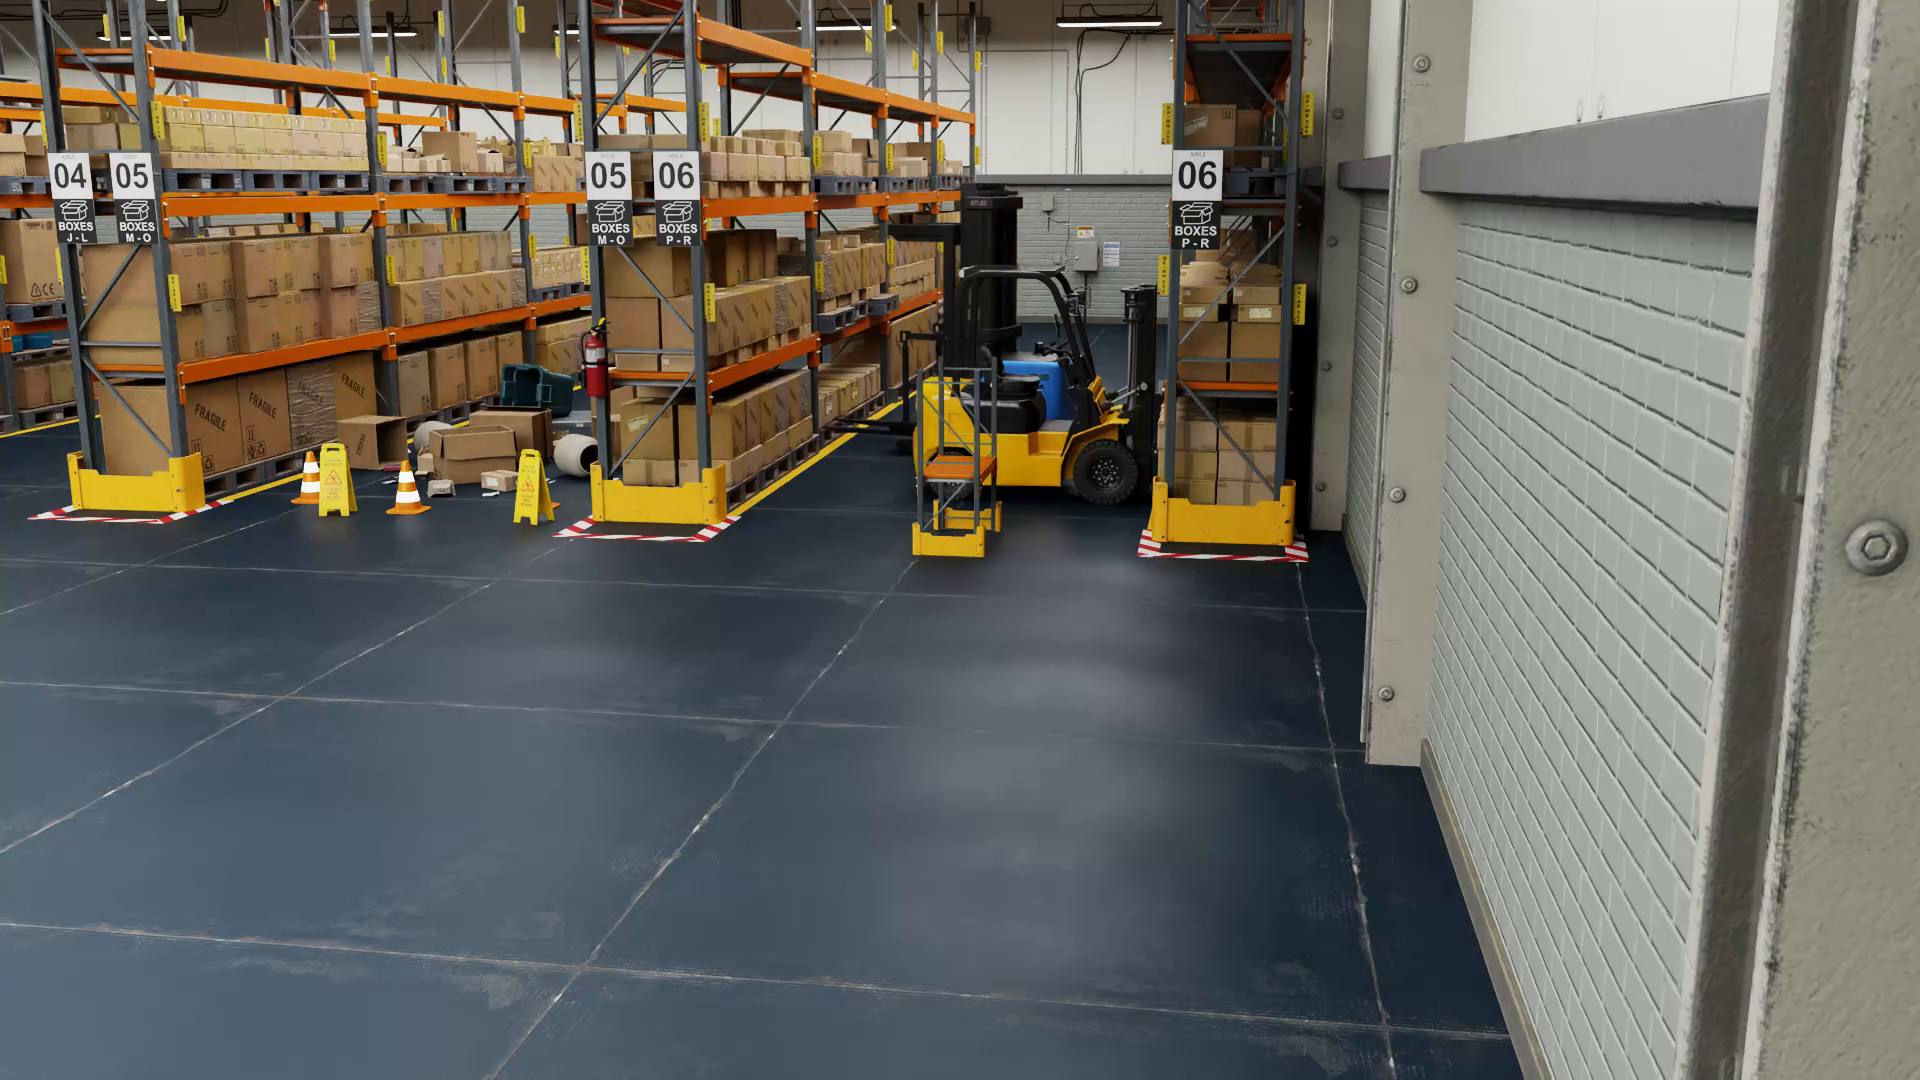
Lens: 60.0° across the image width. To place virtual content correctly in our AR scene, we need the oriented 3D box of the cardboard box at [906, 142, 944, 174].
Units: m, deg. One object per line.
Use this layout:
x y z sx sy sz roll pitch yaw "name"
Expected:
-0.549 -6.020 26.217 0.500 0.500 0.500 2 12 10 "cardboard box"

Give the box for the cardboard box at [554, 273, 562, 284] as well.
-5.978 -3.779 24.010 0.380 0.149 0.250 2 12 11 "cardboard box"

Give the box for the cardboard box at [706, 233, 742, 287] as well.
-2.554 -2.748 16.307 0.700 0.500 0.500 2 12 8 "cardboard box"

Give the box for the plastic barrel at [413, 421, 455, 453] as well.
-5.643 -1.064 17.926 0.421 0.421 0.512 -10 16 -40 "plastic barrel"

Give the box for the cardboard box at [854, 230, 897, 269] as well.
-1.144 -3.935 22.522 0.500 0.500 0.500 1 12 7 "cardboard box"

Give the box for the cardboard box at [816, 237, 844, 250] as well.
-1.590 -3.503 19.646 0.380 0.149 0.250 3 12 12 "cardboard box"

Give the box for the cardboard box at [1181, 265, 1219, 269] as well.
2.486 -2.765 17.218 0.380 0.149 0.250 2 12 10 "cardboard box"

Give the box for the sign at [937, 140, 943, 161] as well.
-0.309 -5.993 25.586 0.100 0.325 0.005 2 12 9 "sign"

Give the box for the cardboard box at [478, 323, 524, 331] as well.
-6.522 -2.943 23.685 0.500 0.250 0.500 2 12 7 "cardboard box"

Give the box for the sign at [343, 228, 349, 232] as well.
-10.101 -4.968 27.366 0.100 0.325 0.005 2 12 9 "sign"

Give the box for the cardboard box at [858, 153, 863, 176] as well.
-1.618 -4.621 20.958 0.700 0.500 0.500 2 12 9 "cardboard box"

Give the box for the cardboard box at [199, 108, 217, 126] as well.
-7.155 -3.929 15.453 0.380 0.149 0.250 2 12 8 "cardboard box"

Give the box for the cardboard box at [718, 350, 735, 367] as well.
-2.290 -1.684 15.284 0.380 0.149 0.250 1 12 7 "cardboard box"

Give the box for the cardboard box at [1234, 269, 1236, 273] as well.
3.375 -3.058 19.286 0.380 0.149 0.250 2 12 9 "cardboard box"

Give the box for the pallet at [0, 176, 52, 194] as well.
-11.669 -4.291 20.109 1.213 0.211 1.003 2 12 9 "pallet"

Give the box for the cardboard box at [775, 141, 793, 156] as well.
-1.913 -3.964 16.851 0.380 0.149 0.250 2 12 10 "cardboard box"

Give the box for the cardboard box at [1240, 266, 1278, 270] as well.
3.078 -2.745 17.128 0.380 0.149 0.250 2 12 9 "cardboard box"

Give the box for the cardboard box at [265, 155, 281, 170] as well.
-6.997 -3.751 16.521 0.380 0.149 0.250 2 12 9 "cardboard box"

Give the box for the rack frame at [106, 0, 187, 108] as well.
-11.254 -6.556 23.056 1.000 3.000 0.127 2 12 9 "rack frame"

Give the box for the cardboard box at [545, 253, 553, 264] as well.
-6.025 -4.012 23.678 0.380 0.149 0.250 2 12 8 "cardboard box"

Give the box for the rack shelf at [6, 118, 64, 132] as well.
-15.225 -7.419 29.714 1.077 0.370 4.000 2 12 9 "rack shelf"

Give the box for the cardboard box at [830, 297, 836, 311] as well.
-1.633 -2.709 19.043 0.380 0.149 0.250 2 12 10 "cardboard box"

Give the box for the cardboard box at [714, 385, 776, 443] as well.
-2.131 -1.242 16.387 0.500 0.500 0.500 2 12 10 "cardboard box"

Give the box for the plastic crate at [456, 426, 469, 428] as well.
-5.716 -1.184 18.906 0.450 0.188 0.662 -3 8 40 "plastic crate"

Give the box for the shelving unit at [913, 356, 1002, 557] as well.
-0.012 -0.717 13.762 0.587 1.500 1.083 2 12 9 "shelving unit"

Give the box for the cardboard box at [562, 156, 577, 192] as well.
-5.876 -5.276 23.998 0.500 0.500 0.500 2 12 9 "cardboard box"

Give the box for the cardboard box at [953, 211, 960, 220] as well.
-0.140 -5.580 28.617 0.380 0.149 0.250 2 12 10 "cardboard box"

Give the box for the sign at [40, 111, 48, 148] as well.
-8.133 -3.658 14.812 0.100 0.325 0.005 2 12 9 "sign"

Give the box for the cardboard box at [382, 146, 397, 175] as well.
-10.270 -6.607 28.938 0.700 0.500 0.500 2 12 11 "cardboard box"

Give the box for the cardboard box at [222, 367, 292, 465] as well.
-7.427 -1.270 16.812 0.875 0.875 0.875 2 12 8 "cardboard box"

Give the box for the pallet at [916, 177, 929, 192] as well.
-0.939 -5.316 24.873 0.805 0.209 1.217 1 12 6 "pallet"

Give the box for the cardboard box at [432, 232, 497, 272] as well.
-6.524 -3.781 21.808 0.700 0.500 0.500 2 12 8 "cardboard box"

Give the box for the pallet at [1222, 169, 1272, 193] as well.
2.532 -3.301 15.282 1.003 0.211 1.213 2 12 9 "pallet"

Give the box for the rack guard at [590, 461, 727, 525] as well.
-2.681 -0.431 14.808 1.175 0.500 0.348 2 12 9 "rack guard"

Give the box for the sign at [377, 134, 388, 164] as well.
-6.435 -4.349 18.520 0.100 0.325 0.005 2 12 9 "sign"

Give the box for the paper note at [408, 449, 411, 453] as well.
-6.192 -0.989 18.508 0.147 0.020 0.142 -7 14 -30 "paper note"

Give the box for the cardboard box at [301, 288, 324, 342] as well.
-7.290 -2.382 17.569 0.875 0.550 0.550 2 12 9 "cardboard box"

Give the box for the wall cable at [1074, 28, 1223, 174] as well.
3.854 -8.989 34.256 2.988 3.039 0.133 2 12 9 "wall cable"

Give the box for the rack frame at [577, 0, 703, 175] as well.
-2.692 -4.570 13.839 1.000 3.000 0.127 2 12 9 "rack frame"

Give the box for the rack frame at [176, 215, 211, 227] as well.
-14.918 -5.450 32.160 1.000 3.000 0.127 2 12 9 "rack frame"

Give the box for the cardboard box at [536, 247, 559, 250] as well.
-6.388 -4.417 25.559 0.380 0.149 0.250 2 12 8 "cardboard box"

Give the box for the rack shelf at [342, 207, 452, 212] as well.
-10.331 -5.987 29.244 1.077 0.370 4.000 2 12 9 "rack shelf"

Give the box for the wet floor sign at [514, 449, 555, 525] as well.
-3.779 -0.482 14.696 0.267 0.644 0.232 7 14 28 "wet floor sign"

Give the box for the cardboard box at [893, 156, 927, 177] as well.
-0.775 -5.573 24.828 0.500 0.311 0.500 2 12 9 "cardboard box"

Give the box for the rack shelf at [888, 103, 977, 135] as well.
-0.539 -6.937 27.480 1.077 0.370 4.000 2 12 9 "rack shelf"

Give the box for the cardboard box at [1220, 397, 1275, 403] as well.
2.720 -1.235 15.763 0.500 0.250 0.500 2 12 8 "cardboard box"

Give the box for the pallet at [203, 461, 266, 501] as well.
-7.553 -0.582 16.195 1.003 0.211 1.213 2 12 9 "pallet"

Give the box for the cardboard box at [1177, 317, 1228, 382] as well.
2.029 -1.637 14.232 0.500 0.500 0.500 2 12 7 "cardboard box"

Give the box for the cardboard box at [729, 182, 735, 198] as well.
-2.280 -3.203 15.214 0.380 0.149 0.250 2 12 8 "cardboard box"

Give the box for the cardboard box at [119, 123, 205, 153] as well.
-7.271 -3.661 15.159 0.500 0.250 0.500 2 12 9 "cardboard box"

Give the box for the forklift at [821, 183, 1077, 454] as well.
-0.174 -2.462 18.458 3.031 2.935 1.130 5 13 20 "forklift"

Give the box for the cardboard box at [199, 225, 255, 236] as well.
-11.023 -4.450 24.905 0.797 0.503 0.637 2 12 10 "cardboard box"

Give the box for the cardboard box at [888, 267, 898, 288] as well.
-1.140 -3.571 22.614 0.500 0.250 0.500 2 12 8 "cardboard box"
